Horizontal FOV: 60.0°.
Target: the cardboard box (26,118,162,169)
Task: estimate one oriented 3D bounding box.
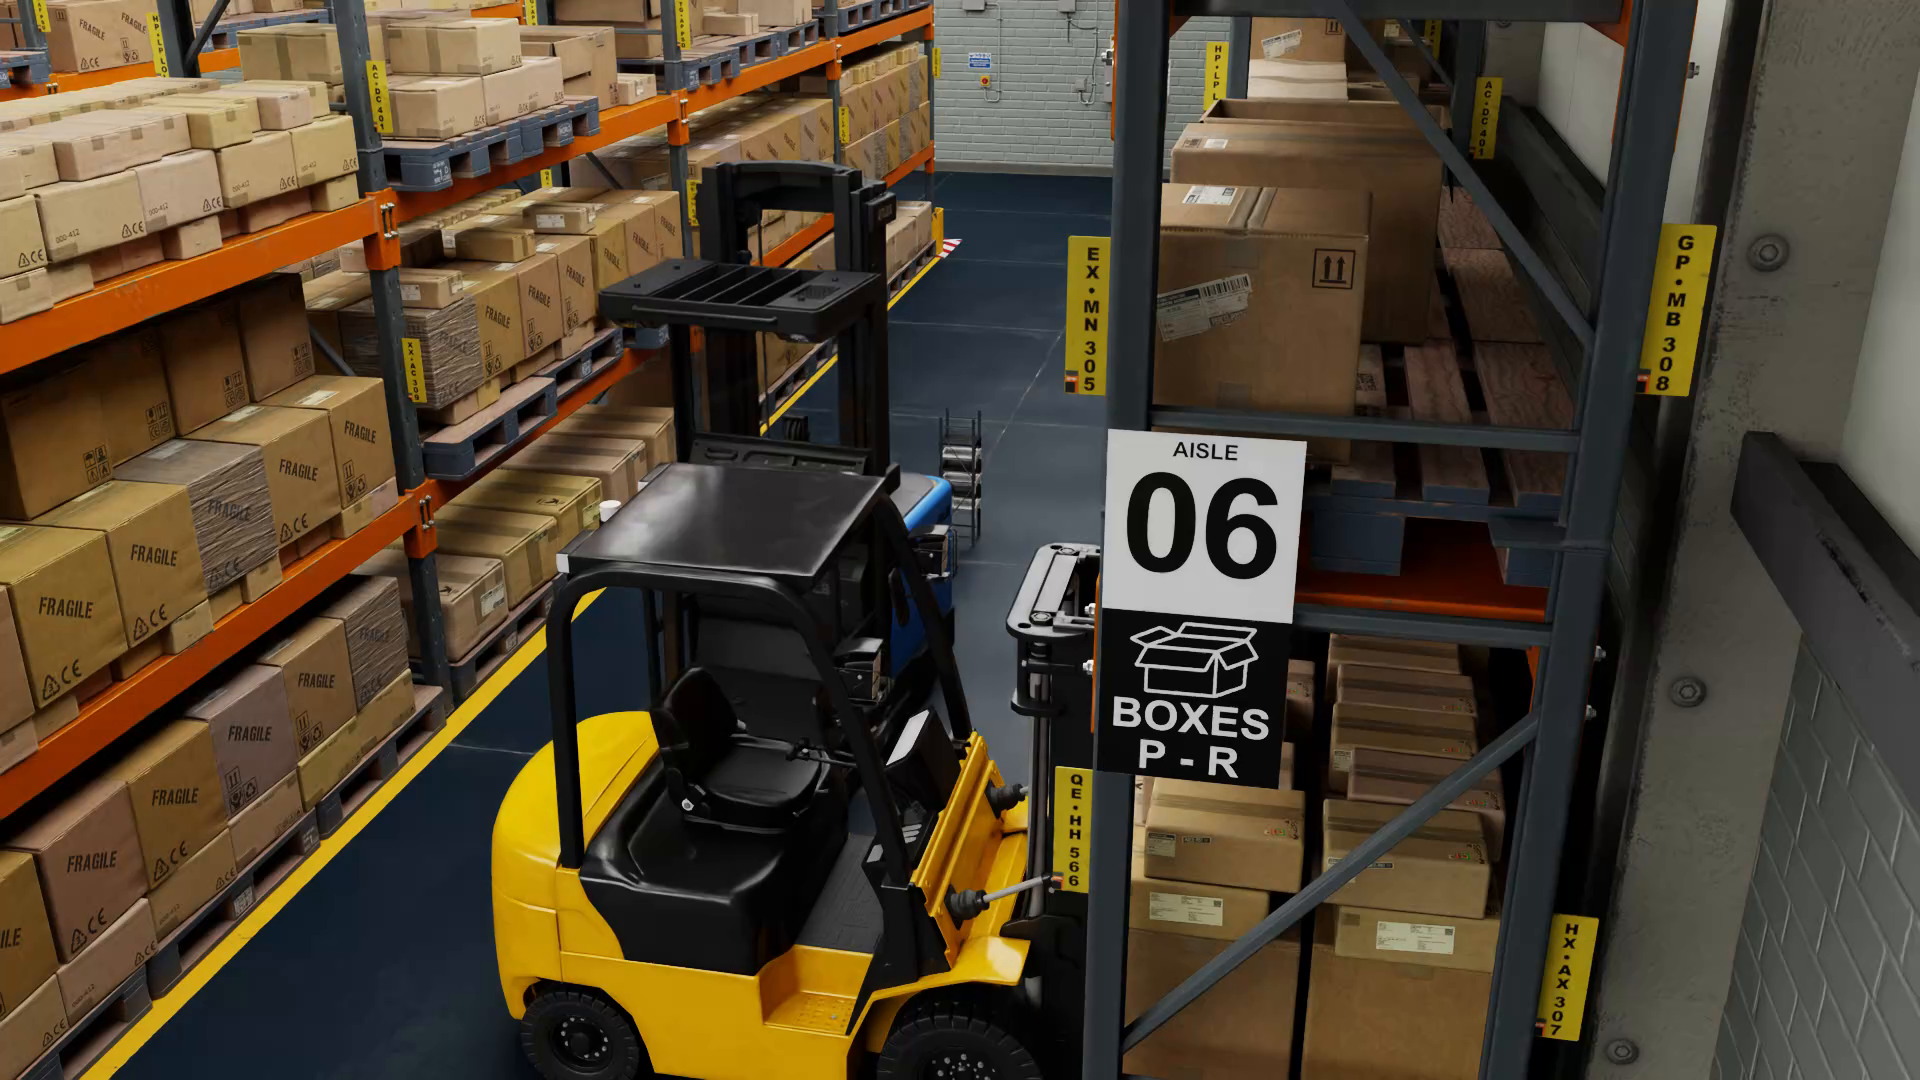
[{"bbox_3d":[-3.300,-1.512,6.346,0.380,0.149,0.250,5,22,12],"label":"cardboard box"}]

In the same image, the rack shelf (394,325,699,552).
[{"bbox_3d":[-2.842,-0.877,10.479,1.077,0.370,4.000,4,22,11],"label":"rack shelf"}]

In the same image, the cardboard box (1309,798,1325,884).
[{"bbox_3d":[1.105,0.814,4.315,0.380,0.149,0.250,4,22,11],"label":"cardboard box"}]

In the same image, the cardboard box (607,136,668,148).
[{"bbox_3d":[-2.488,-2.850,12.942,0.500,0.500,0.500,5,22,12],"label":"cardboard box"}]

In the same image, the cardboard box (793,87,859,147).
[{"bbox_3d":[-1.284,-4.071,15.974,0.500,0.500,0.500,5,22,11],"label":"cardboard box"}]

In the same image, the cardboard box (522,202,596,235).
[{"bbox_3d":[-2.492,-2.002,10.348,0.380,0.149,0.250,3,22,8],"label":"cardboard box"}]

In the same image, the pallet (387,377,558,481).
[{"bbox_3d":[-2.952,-0.659,9.231,1.003,0.211,1.213,4,22,11],"label":"pallet"}]

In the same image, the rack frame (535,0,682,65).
[{"bbox_3d":[-2.434,-4.725,11.040,1.000,3.000,0.127,4,22,11],"label":"rack frame"}]

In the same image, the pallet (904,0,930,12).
[{"bbox_3d":[-0.943,-5.946,18.206,1.003,0.211,1.213,4,22,11],"label":"pallet"}]

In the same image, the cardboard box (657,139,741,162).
[{"bbox_3d":[-2.002,-2.796,12.809,0.500,0.500,0.500,5,22,11],"label":"cardboard box"}]

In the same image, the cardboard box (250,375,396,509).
[{"bbox_3d":[-3.097,-0.482,8.003,0.500,0.500,0.500,4,22,10],"label":"cardboard box"}]

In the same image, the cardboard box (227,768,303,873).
[{"bbox_3d":[-3.315,1.219,7.429,0.500,0.250,0.500,5,22,12],"label":"cardboard box"}]

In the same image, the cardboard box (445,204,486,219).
[{"bbox_3d":[-5.679,-3.759,19.131,0.380,0.149,0.250,5,23,13],"label":"cardboard box"}]

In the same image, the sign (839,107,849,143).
[{"bbox_3d":[-1.085,-3.868,15.498,0.100,0.325,0.005,4,22,11],"label":"sign"}]

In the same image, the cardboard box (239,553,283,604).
[{"bbox_3d":[-3.222,0.150,7.302,0.380,0.149,0.250,4,22,10],"label":"cardboard box"}]

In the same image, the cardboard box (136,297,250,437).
[{"bbox_3d":[-3.678,-0.798,7.449,0.700,0.500,0.500,5,22,11],"label":"cardboard box"}]

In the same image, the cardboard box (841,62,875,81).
[{"bbox_3d":[-1.059,-4.685,16.630,0.380,0.149,0.250,4,22,9],"label":"cardboard box"}]

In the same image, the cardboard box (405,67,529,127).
[{"bbox_3d":[-2.636,-2.365,8.833,0.500,0.250,0.500,4,22,10],"label":"cardboard box"}]

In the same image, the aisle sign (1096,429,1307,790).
[{"bbox_3d":[0.493,0.156,3.470,0.394,0.787,0.004,4,22,11],"label":"aisle sign"}]

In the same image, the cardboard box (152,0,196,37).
[{"bbox_3d":[-6.732,-4.276,13.805,0.500,0.500,0.500,4,22,11],"label":"cardboard box"}]

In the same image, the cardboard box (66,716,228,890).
[{"bbox_3d":[-3.414,1.059,6.823,0.500,0.500,0.500,5,22,12],"label":"cardboard box"}]

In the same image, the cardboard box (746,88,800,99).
[{"bbox_3d":[-1.792,-4.109,16.068,0.500,0.500,0.500,4,22,10],"label":"cardboard box"}]

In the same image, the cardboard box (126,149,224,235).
[{"bbox_3d":[-3.297,-1.387,6.569,0.500,0.250,0.500,4,22,10],"label":"cardboard box"}]

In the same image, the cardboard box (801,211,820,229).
[{"bbox_3d":[-1.568,-2.966,14.904,0.500,0.250,0.500,4,22,10],"label":"cardboard box"}]

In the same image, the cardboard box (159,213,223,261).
[{"bbox_3d":[-3.240,-1.240,6.739,0.380,0.149,0.250,5,22,12],"label":"cardboard box"}]

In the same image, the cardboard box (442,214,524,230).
[{"bbox_3d":[-2.954,-1.788,10.685,0.500,0.500,0.500,5,22,12],"label":"cardboard box"}]

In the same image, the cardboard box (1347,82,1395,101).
[{"bbox_3d":[2.066,-2.305,8.663,0.380,0.166,0.250,4,22,11],"label":"cardboard box"}]

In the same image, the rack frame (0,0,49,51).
[{"bbox_3d":[-7.301,-5.065,11.885,1.000,3.000,0.127,4,22,11],"label":"rack frame"}]

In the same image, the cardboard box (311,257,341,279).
[{"bbox_3d":[-6.389,-2.491,16.307,0.500,0.500,0.500,4,22,10],"label":"cardboard box"}]

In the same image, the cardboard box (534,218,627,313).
[{"bbox_3d":[-2.451,-1.759,10.612,0.500,0.500,0.500,3,22,7],"label":"cardboard box"}]

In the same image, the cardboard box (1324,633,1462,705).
[{"bbox_3d":[1.292,0.390,4.969,0.380,0.149,0.250,5,23,13],"label":"cardboard box"}]

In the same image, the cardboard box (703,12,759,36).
[{"bbox_3d":[-1.857,-4.180,13.452,0.380,0.166,0.250,6,23,15],"label":"cardboard box"}]

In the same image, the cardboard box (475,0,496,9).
[{"bbox_3d":[-5.599,-6.156,18.810,0.500,0.250,0.500,4,22,11],"label":"cardboard box"}]

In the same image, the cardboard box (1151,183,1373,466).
[{"bbox_3d":[0.645,-0.499,3.732,0.500,0.500,0.500,5,23,13],"label":"cardboard box"}]

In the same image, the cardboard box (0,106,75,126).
[{"bbox_3d":[-3.802,-1.652,6.694,0.380,0.149,0.250,4,22,9],"label":"cardboard box"}]

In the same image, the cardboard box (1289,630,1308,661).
[{"bbox_3d":[0.967,0.310,5.567,0.380,0.149,0.250,4,22,11],"label":"cardboard box"}]

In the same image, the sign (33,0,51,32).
[{"bbox_3d":[-6.759,-3.905,12.222,0.100,0.325,0.005,4,22,11],"label":"sign"}]

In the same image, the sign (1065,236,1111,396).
[{"bbox_3d":[0.265,-0.451,3.364,0.100,0.325,0.005,4,22,11],"label":"sign"}]

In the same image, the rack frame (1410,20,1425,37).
[{"bbox_3d":[2.426,-4.348,10.104,1.000,3.000,0.127,4,22,11],"label":"rack frame"}]

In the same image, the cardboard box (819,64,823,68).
[{"bbox_3d":[-1.596,-4.720,16.717,0.380,0.149,0.250,4,22,11],"label":"cardboard box"}]

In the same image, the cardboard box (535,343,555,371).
[{"bbox_3d":[-2.640,-1.117,9.886,0.380,0.149,0.250,5,22,11],"label":"cardboard box"}]

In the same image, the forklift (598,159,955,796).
[{"bbox_3d":[-0.975,-0.249,8.049,1.130,2.935,3.031,7,23,17],"label":"forklift"}]

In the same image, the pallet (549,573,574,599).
[{"bbox_3d":[-2.846,0.082,10.868,1.003,0.211,1.213,4,22,11],"label":"pallet"}]

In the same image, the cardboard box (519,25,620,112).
[{"bbox_3d":[-2.637,-3.034,10.723,0.700,0.500,0.500,4,22,11],"label":"cardboard box"}]

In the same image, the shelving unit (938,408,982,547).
[{"bbox_3d":[0.002,-0.420,11.193,0.258,0.900,0.210,4,22,11],"label":"shelving unit"}]

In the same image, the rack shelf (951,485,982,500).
[{"bbox_3d":[0.002,-0.306,11.239,0.258,0.077,0.200,4,22,11],"label":"rack shelf"}]

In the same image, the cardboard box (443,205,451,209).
[{"bbox_3d":[-6.193,-3.902,19.483,0.380,0.149,0.250,3,22,8],"label":"cardboard box"}]

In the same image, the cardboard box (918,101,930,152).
[{"bbox_3d":[-0.641,-4.718,18.918,0.500,0.500,0.500,5,22,11],"label":"cardboard box"}]

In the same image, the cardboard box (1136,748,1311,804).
[{"bbox_3d":[0.752,0.925,4.907,0.500,0.500,0.500,5,23,13],"label":"cardboard box"}]

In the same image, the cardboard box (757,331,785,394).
[{"bbox_3d":[-2.026,-1.724,13.900,0.875,0.875,0.875,5,22,12],"label":"cardboard box"}]

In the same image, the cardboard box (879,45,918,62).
[{"bbox_3d":[-0.677,-5.337,18.249,0.380,0.149,0.250,4,22,10],"label":"cardboard box"}]

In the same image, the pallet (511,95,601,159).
[{"bbox_3d":[-2.811,-2.381,9.486,1.213,0.211,1.003,4,22,11],"label":"pallet"}]

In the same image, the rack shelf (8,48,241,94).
[{"bbox_3d":[-6.892,-4.072,14.396,1.077,0.370,4.000,4,22,11],"label":"rack shelf"}]
